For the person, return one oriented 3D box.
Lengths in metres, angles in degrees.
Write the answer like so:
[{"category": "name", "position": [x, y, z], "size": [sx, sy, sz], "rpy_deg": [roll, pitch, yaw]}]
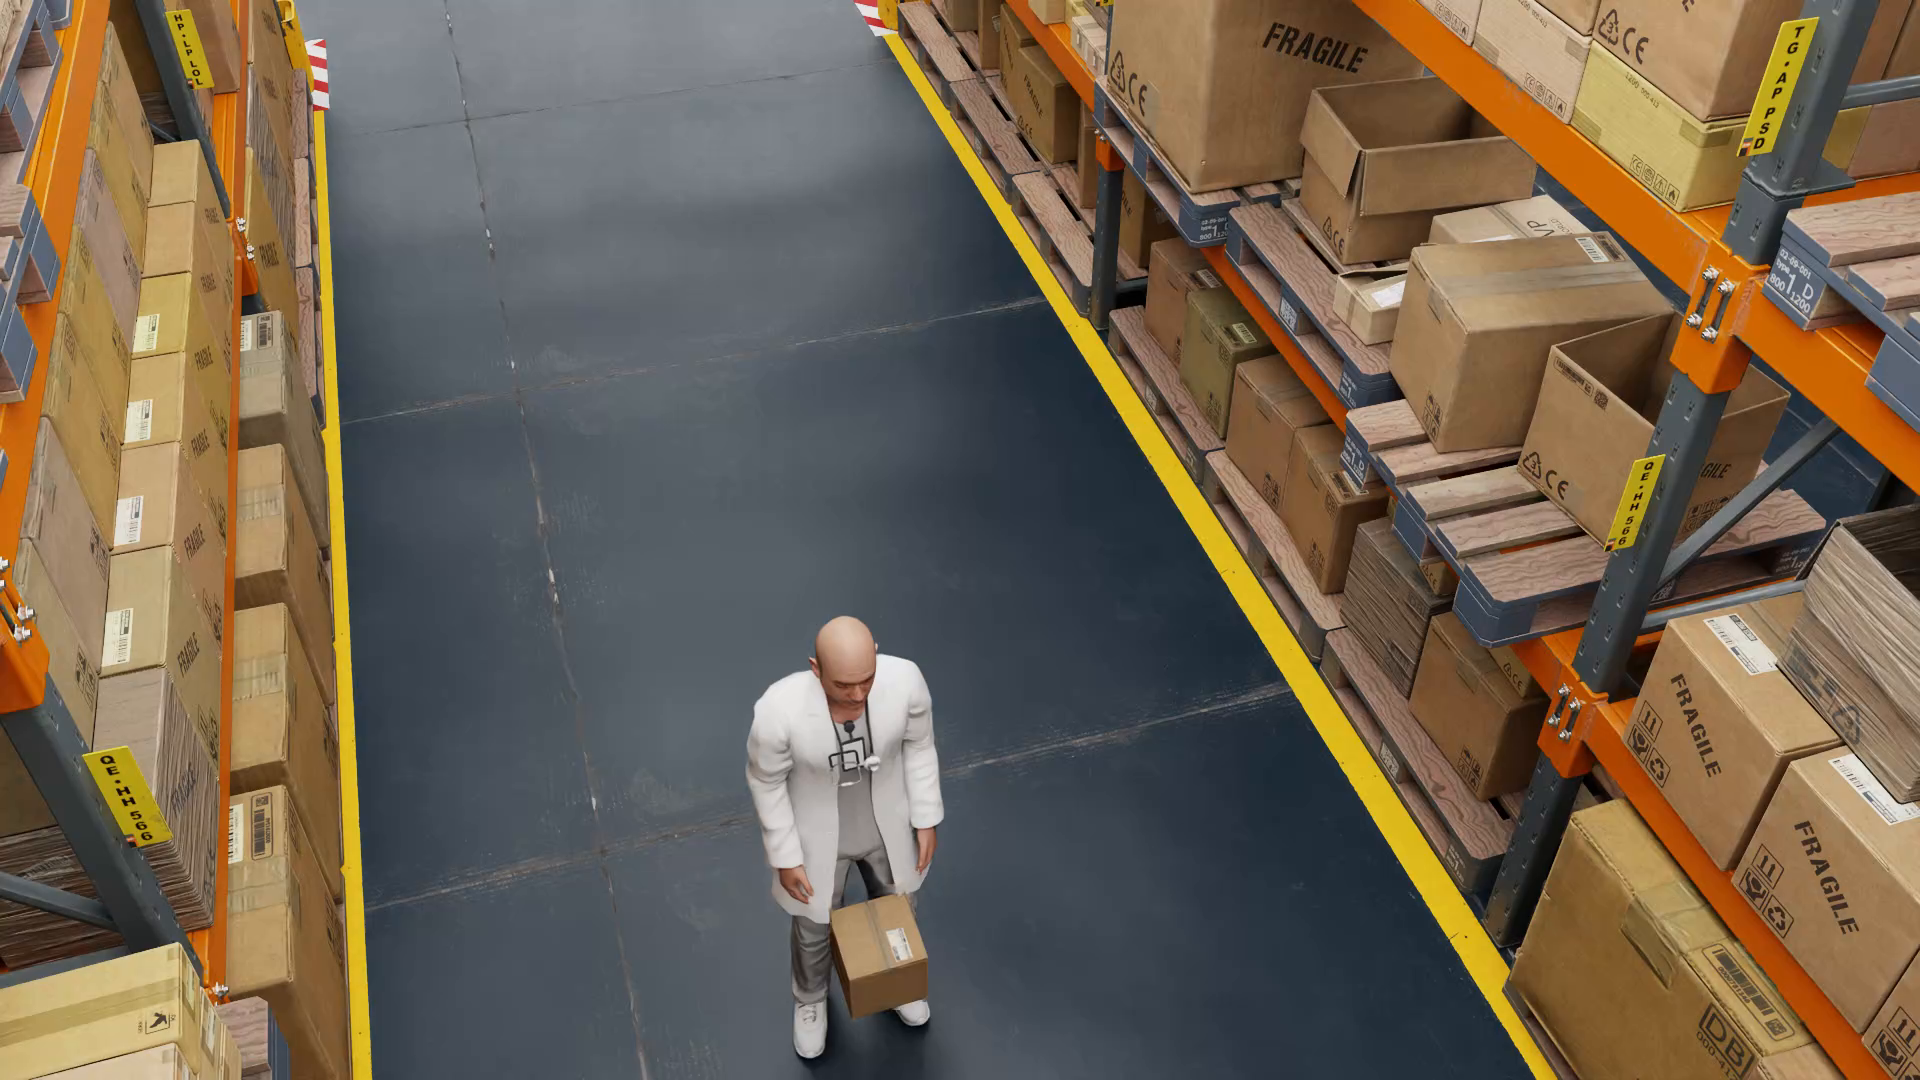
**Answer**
[{"category": "person", "position": [-0.337, 0.899, 5.158], "size": [0.589, 1.778, 0.424], "rpy_deg": [-13, 43, -14]}]
